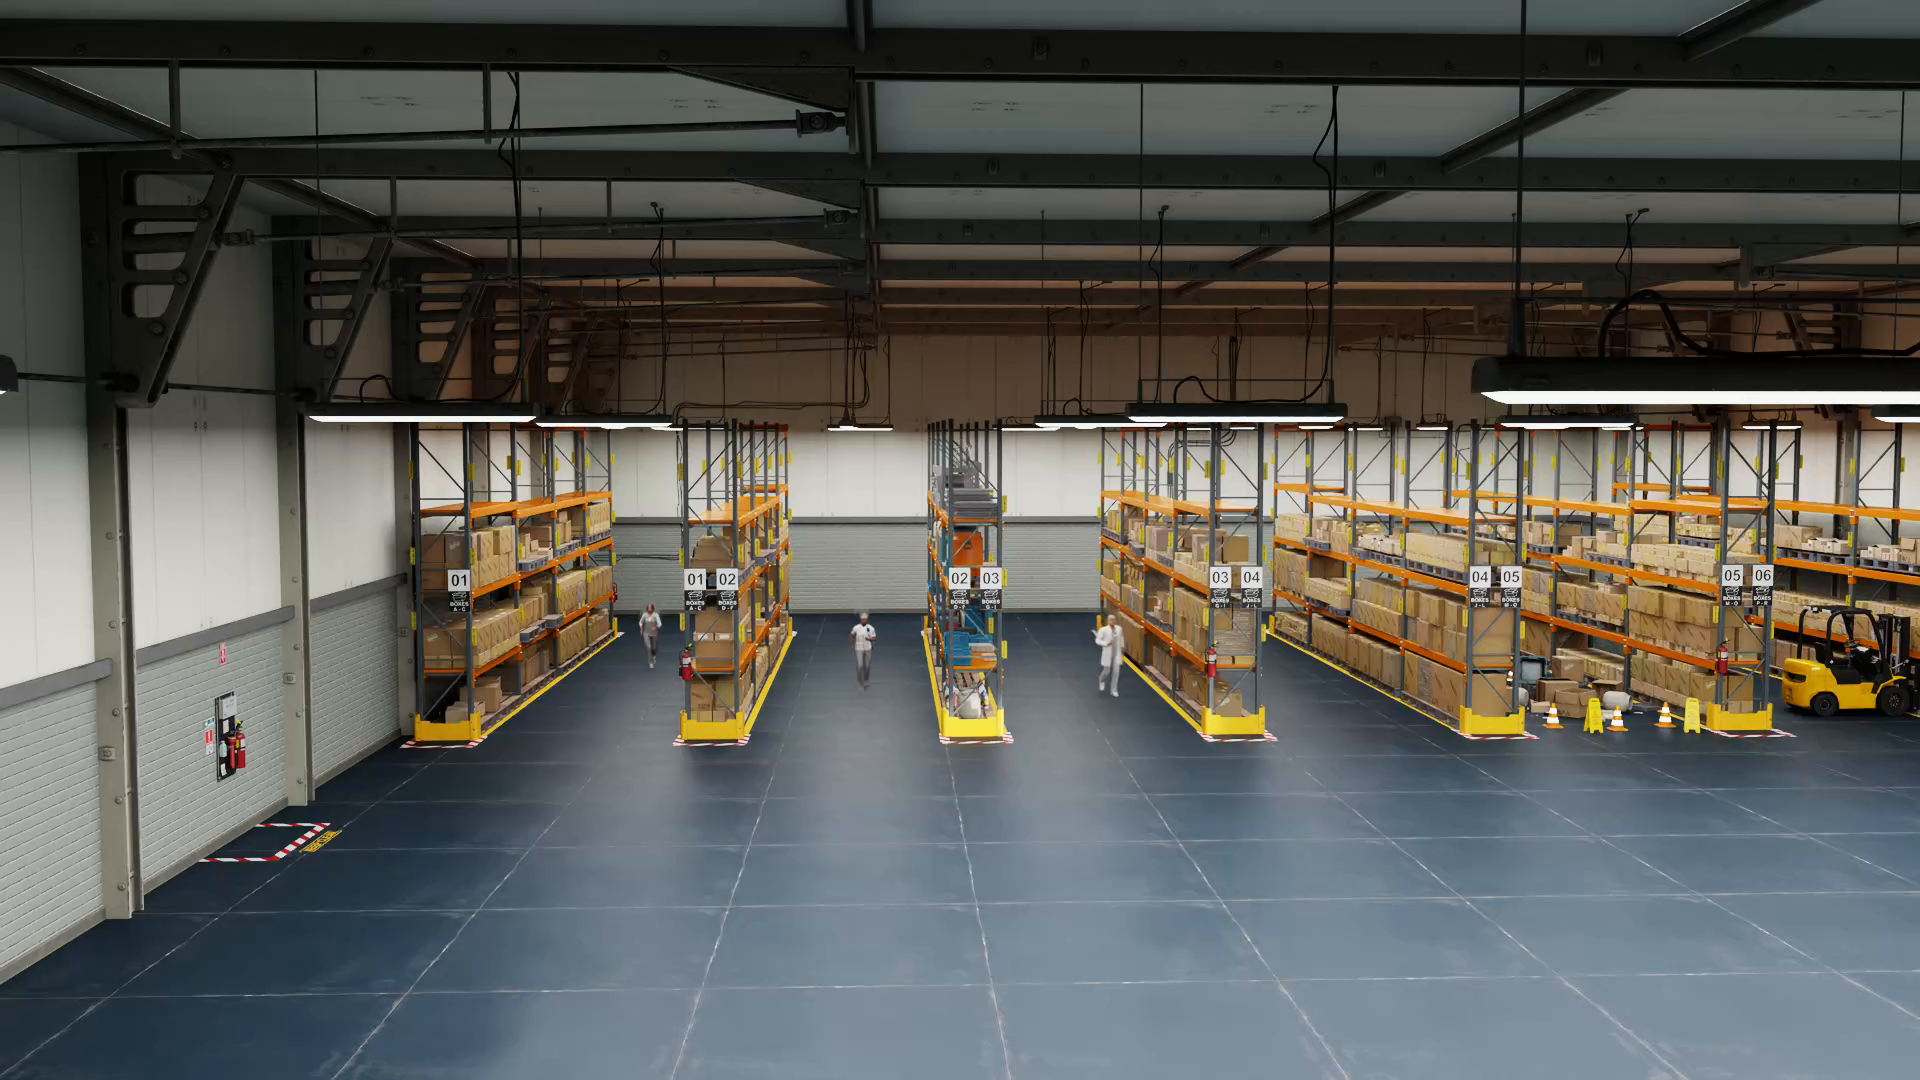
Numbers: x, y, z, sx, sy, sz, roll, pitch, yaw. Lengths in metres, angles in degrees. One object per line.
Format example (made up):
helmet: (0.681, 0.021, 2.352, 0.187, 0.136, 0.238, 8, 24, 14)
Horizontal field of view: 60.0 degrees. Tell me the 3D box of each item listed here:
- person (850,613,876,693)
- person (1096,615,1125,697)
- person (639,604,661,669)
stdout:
person: (-2.155, 2.487, 37.166, 0.557, 1.738, 0.835, -1, 4, -8)
person: (3.291, 2.506, 36.346, 0.716, 1.751, 0.901, -1, 4, -15)
person: (-7.570, 2.329, 40.664, 0.538, 1.568, 0.736, -1, 4, -9)
